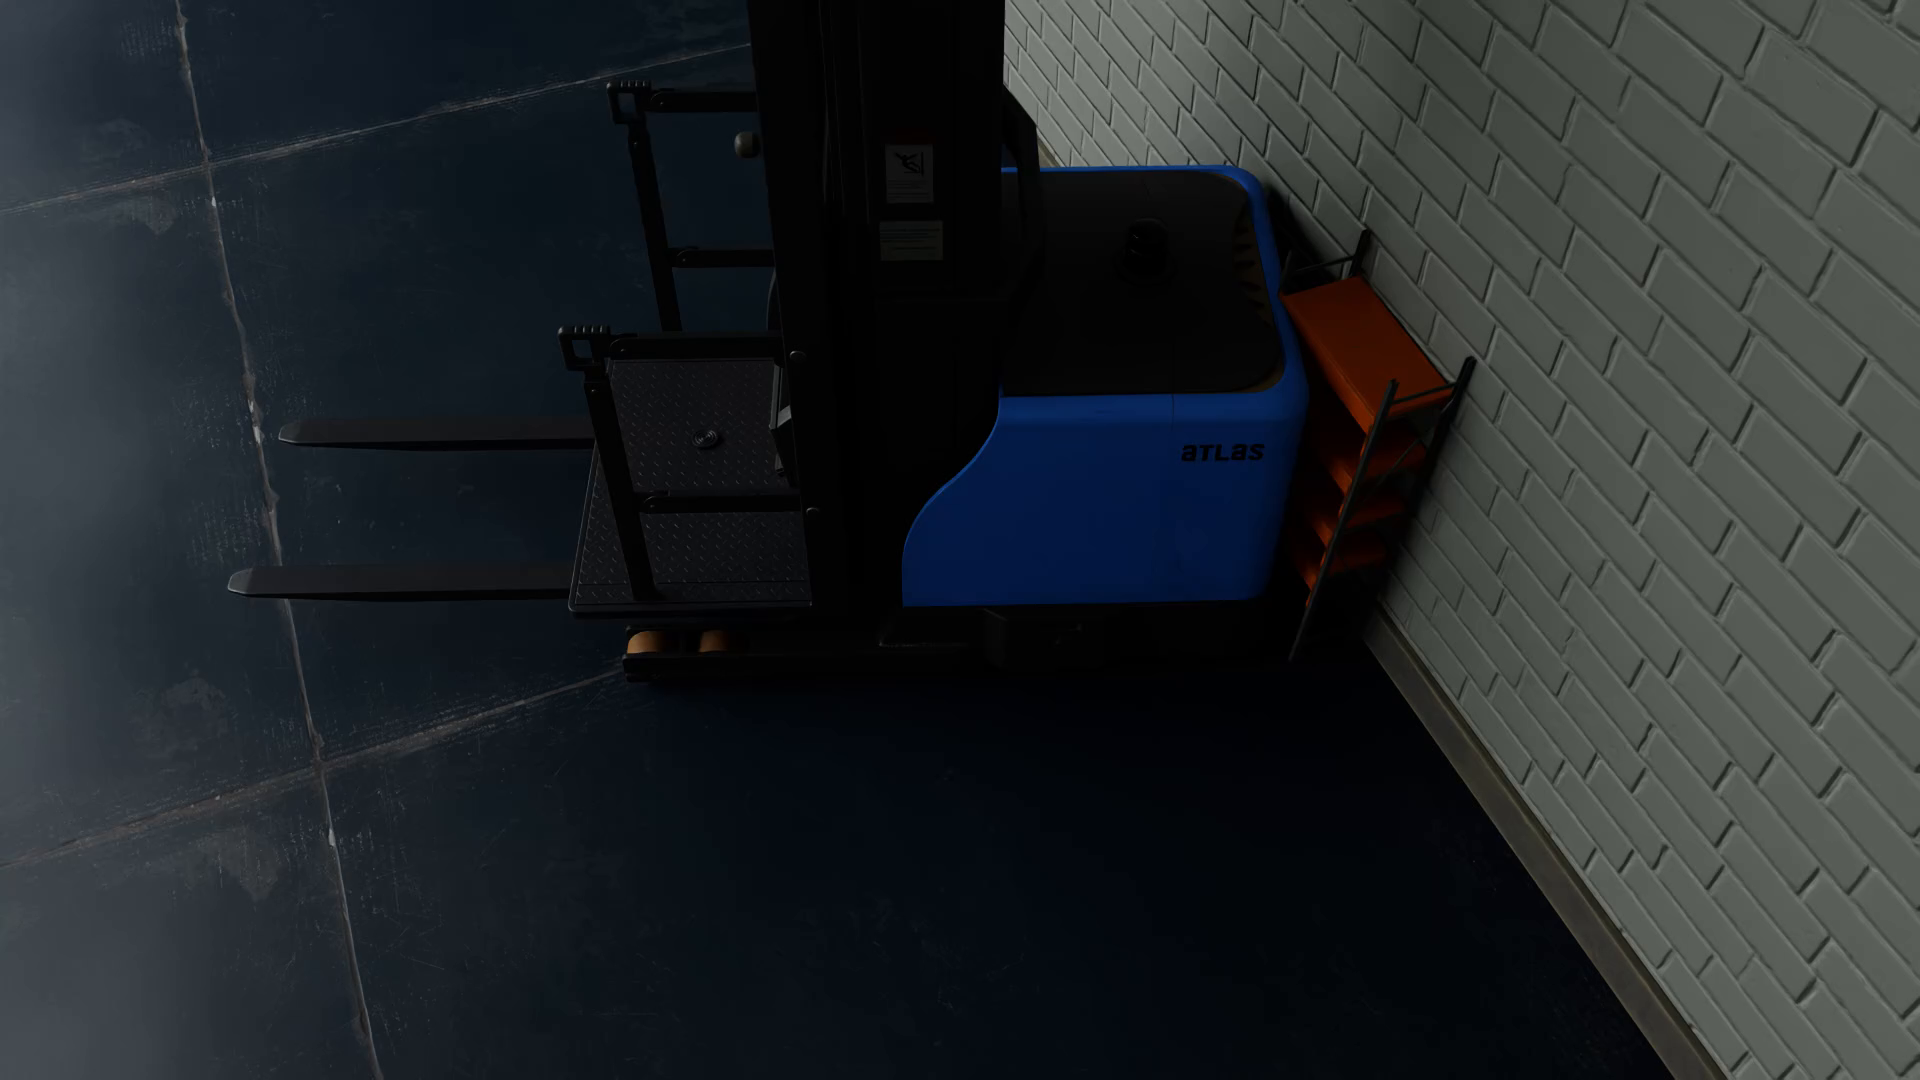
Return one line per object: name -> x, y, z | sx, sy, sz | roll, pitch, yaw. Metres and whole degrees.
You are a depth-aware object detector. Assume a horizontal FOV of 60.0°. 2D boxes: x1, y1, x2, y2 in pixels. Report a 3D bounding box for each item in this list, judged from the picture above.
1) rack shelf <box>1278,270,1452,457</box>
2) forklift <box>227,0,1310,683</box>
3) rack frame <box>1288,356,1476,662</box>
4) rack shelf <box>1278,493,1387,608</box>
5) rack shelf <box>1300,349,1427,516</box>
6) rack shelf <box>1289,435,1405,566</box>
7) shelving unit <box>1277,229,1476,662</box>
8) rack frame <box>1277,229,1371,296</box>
rack shelf -> 1.042, -0.465, 4.326 | 0.258, 0.148, 0.480 | -17, 55, -16
forklift -> -0.625, -0.944, 4.129 | 3.031, 2.935, 1.130 | -1, 49, -1
rack frame -> 1.117, -0.044, 4.501 | 0.240, 1.200, 0.015 | -17, 55, -16
rack shelf -> 1.011, -0.061, 4.845 | 0.258, 0.148, 0.480 | -17, 55, -16
rack shelf -> 1.031, -0.320, 4.512 | 0.258, 0.148, 0.480 | -17, 55, -16
rack shelf -> 1.020, -0.183, 4.689 | 0.258, 0.148, 0.480 | -17, 55, -16
shelving unit -> 1.023, -0.224, 4.636 | 0.258, 1.200, 0.503 | -17, 55, -16
rack frame -> 0.929, -0.404, 4.770 | 0.240, 1.200, 0.015 | -17, 55, -16
